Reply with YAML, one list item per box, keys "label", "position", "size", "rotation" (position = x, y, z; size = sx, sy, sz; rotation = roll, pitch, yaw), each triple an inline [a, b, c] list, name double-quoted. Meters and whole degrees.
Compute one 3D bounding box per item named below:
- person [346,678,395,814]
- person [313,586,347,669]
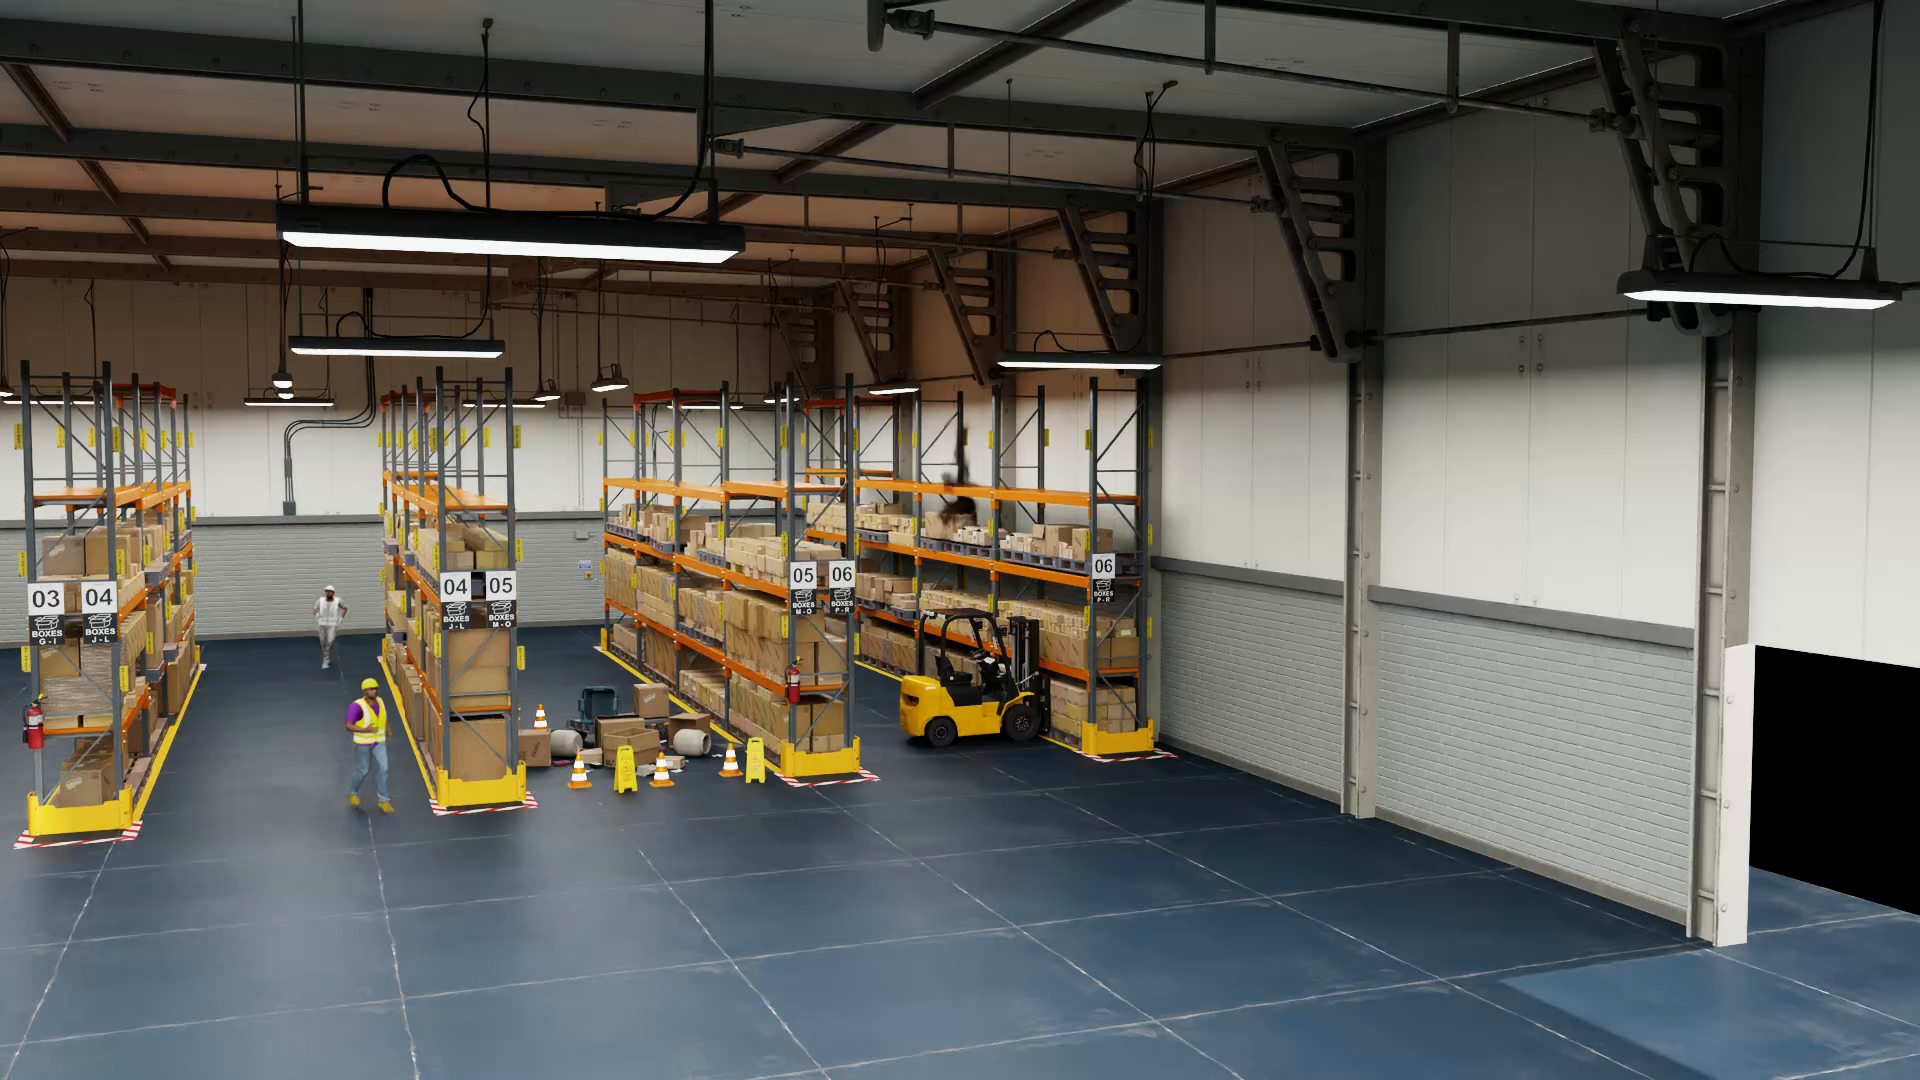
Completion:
- label: "person"
  position: [-7.974, 2.768, 22.457]
  size: [0.825, 1.817, 0.724]
  rotation: [3, 4, 38]
- label: "person"
  position: [-13.952, 1.905, 36.801]
  size: [0.694, 1.803, 0.864]
  rotation: [0, 3, -8]
